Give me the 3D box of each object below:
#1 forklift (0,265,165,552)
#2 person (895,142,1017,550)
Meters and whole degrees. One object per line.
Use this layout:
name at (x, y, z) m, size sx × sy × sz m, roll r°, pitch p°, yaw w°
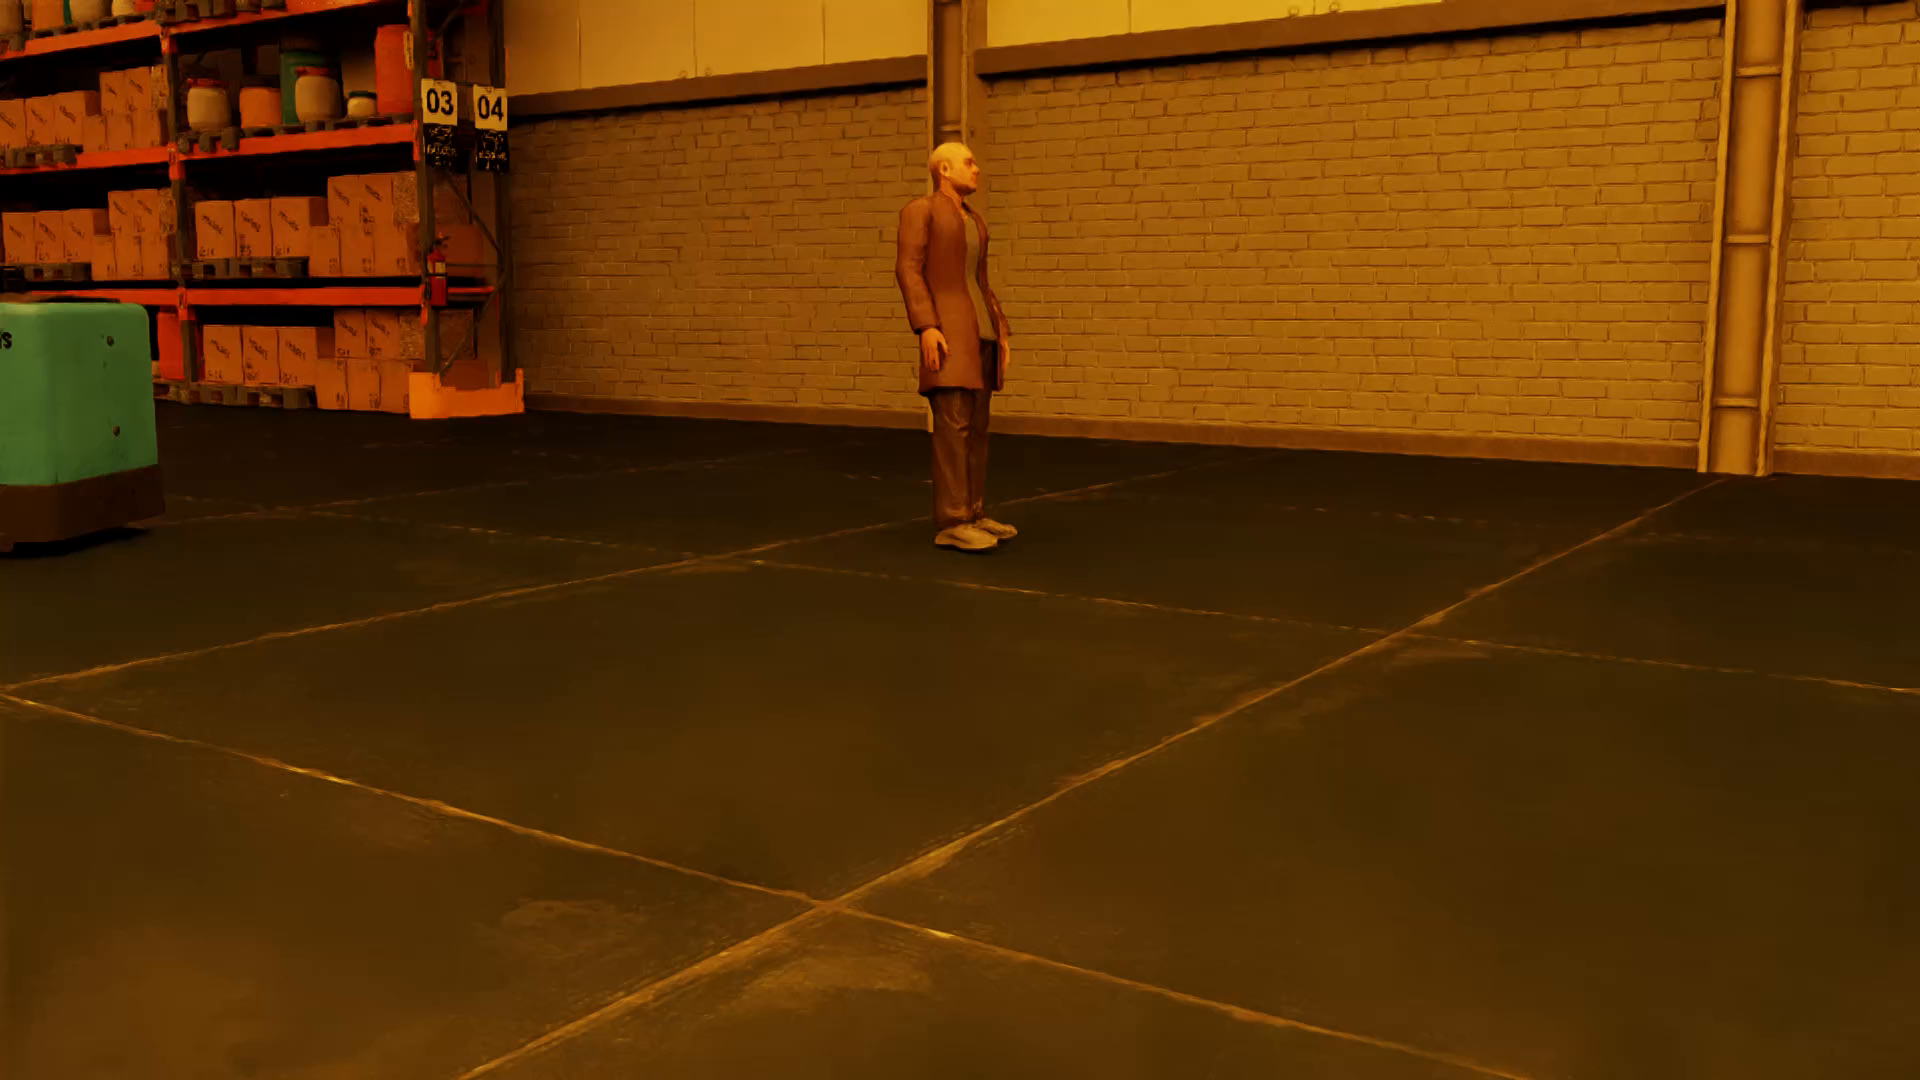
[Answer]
forklift at (-5.328, -1.444, 7.349) m, size 3.031 × 2.935 × 1.130 m, roll 0°, pitch 8°, yaw 0°
person at (0.073, -0.879, 7.423) m, size 0.580 × 1.776 × 0.694 m, roll 5°, pitch 10°, yaw 34°
